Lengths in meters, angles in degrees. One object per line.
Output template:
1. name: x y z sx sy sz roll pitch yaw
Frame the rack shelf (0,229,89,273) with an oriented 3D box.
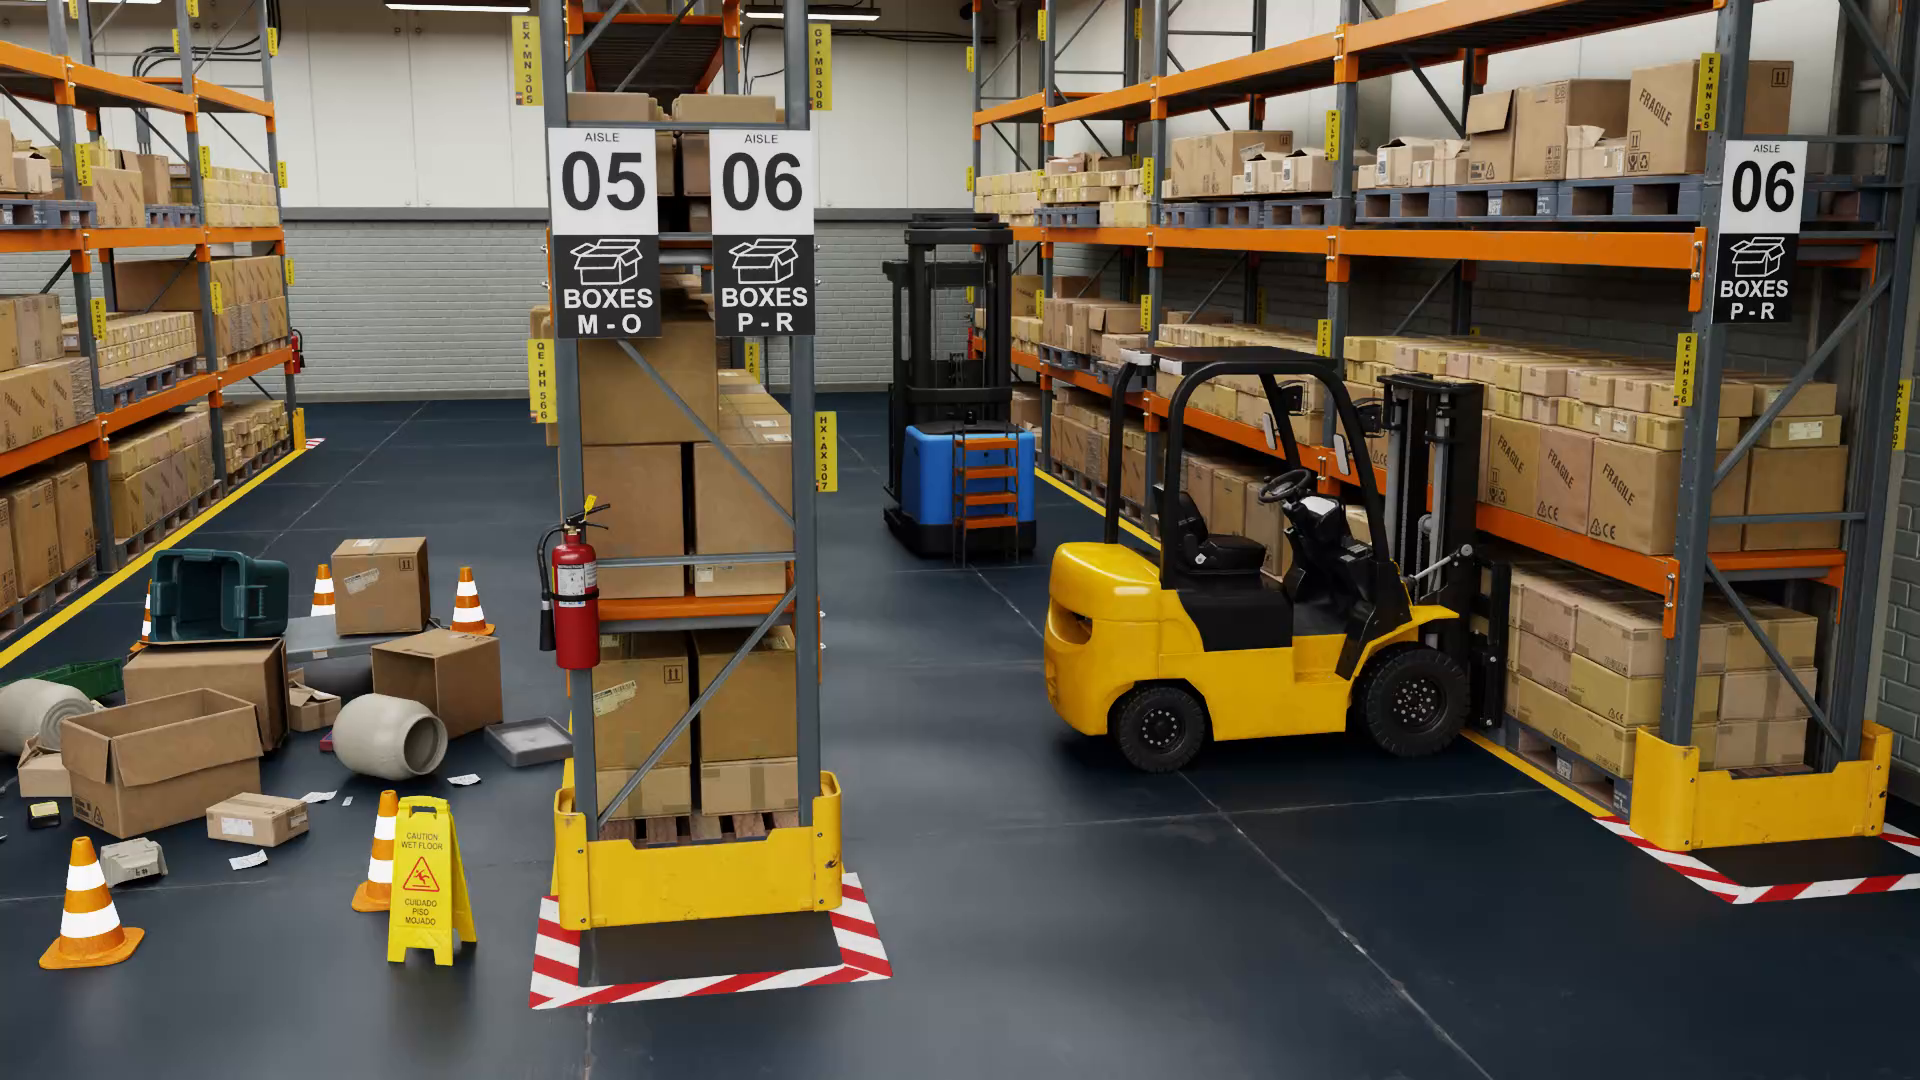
1. rack shelf: -7.085 -1.935 11.242 1.077 0.370 4.000 -2 11 -11

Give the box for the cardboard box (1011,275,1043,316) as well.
1. cardboard box: 0.791 -3.101 21.068 0.500 0.500 0.500 -2 11 -10

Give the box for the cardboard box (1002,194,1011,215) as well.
1. cardboard box: 0.822 -4.202 20.837 0.500 0.250 0.500 -2 11 -12

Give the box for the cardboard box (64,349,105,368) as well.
1. cardboard box: -7.371 -1.507 13.843 0.380 0.149 0.250 -2 11 -8

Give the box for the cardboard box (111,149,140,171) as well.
1. cardboard box: -8.080 -3.358 15.394 0.797 0.503 0.637 -2 11 -12

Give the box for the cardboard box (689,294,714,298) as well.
1. cardboard box: -2.043 -1.811 12.766 0.380 0.149 0.250 -3 11 -14

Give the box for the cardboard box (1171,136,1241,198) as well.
1. cardboard box: 2.132 -3.198 14.294 0.500 0.500 0.500 -2 11 -11

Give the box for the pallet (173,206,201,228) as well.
1. pallet: -8.236 -3.179 16.359 1.213 0.211 1.003 -2 11 -11

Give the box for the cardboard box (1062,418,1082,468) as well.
1. cardboard box: 1.439 -1.079 18.406 0.500 0.500 0.500 -2 11 -12

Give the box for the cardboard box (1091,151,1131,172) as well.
1. cardboard box: 1.663 -4.149 18.330 0.396 0.266 0.258 -2 11 -11

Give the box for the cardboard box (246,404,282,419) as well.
1. cardboard box: -8.510 -1.568 20.323 0.380 0.149 0.250 -2 11 -12

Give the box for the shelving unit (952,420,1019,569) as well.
1. shelving unit: 0.214 -0.389 14.030 0.503 1.200 0.258 -4 12 -22

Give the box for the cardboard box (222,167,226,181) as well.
1. cardboard box: -8.271 -4.010 18.217 0.380 0.149 0.250 -2 11 -13

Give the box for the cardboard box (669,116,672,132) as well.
1. cardboard box: -2.097 -2.600 10.753 0.500 0.250 0.500 -2 11 -10

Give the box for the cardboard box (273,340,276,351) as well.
1. cardboard box: -8.614 -2.384 20.369 0.380 0.149 0.250 -2 11 -12

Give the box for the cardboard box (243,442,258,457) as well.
1. cardboard box: -8.299 -1.036 19.119 0.380 0.149 0.250 -2 11 -13

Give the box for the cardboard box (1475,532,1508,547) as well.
1. cardboard box: 2.992 0.111 10.149 0.500 0.250 0.500 -2 11 -9

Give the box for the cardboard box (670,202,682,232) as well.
1. cardboard box: -1.292 -1.663 8.560 0.380 0.149 0.250 -2 11 -12

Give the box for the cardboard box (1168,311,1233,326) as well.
1. cardboard box: 2.284 -1.917 15.855 0.500 0.500 0.500 -2 11 -8

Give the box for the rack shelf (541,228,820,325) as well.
1. rack shelf: -1.471 -1.400 8.431 1.077 0.370 4.000 -2 11 -11

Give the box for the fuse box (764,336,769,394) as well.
1. fuse box: -3.224 -3.297 27.945 0.539 1.711 0.414 -2 11 -11

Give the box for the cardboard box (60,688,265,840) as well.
1. cardboard box: -3.907 1.083 8.159 0.637 0.503 0.797 9 14 38

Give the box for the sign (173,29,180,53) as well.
1. sign: -9.562 -6.074 20.332 0.100 0.325 0.005 -2 11 -11

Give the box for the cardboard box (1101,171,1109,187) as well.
1. cardboard box: 1.621 -3.593 16.571 0.380 0.149 0.250 -2 11 -11

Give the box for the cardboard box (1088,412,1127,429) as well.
1. cardboard box: 1.577 -1.279 17.723 0.380 0.149 0.250 -2 11 -9

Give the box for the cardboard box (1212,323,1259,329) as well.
1. cardboard box: 2.492 -1.877 15.033 0.380 0.149 0.250 -2 11 -9

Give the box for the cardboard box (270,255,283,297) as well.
1. cardboard box: -8.697 -3.260 20.567 0.500 0.500 0.500 -2 11 -12

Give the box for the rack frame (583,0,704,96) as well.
1. rack frame: -2.638 -4.327 13.865 1.000 3.000 0.127 -2 11 -11

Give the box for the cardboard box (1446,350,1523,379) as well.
1. cardboard box: 3.108 -1.039 9.835 0.380 0.149 0.250 -2 11 -11

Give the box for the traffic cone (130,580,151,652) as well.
1. traffic cone: -5.475 0.497 11.346 0.336 0.463 0.334 -2 11 -11

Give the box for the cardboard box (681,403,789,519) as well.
1. cardboard box: -1.106 -0.393 8.178 0.500 0.500 0.500 -2 11 -12

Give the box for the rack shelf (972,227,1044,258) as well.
1. rack shelf: 1.063 -3.782 20.946 1.077 0.370 4.000 -2 11 -11

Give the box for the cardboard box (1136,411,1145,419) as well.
1. cardboard box: 2.100 -1.299 17.827 0.380 0.149 0.250 -2 11 -10

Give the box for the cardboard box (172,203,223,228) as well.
1. cardboard box: -8.083 -3.410 17.467 0.500 0.250 0.500 -2 11 -8

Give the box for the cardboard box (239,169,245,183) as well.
1. cardboard box: -8.399 -4.157 18.989 0.380 0.149 0.250 -2 11 -13

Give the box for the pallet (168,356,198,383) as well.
1. pallet: -8.246 -1.676 16.490 1.003 0.211 1.213 -2 11 -11

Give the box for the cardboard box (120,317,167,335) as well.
1. cardboard box: -7.785 -2.034 15.817 0.380 0.149 0.250 -2 11 -13

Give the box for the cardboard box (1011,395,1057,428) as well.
1. cardboard box: 1.030 -1.543 20.842 0.700 0.500 0.500 -3 11 -13

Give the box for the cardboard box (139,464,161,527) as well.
1. cardboard box: -7.462 -0.391 14.791 0.500 0.500 0.500 -2 11 -10

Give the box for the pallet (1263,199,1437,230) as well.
1. pallet: 2.824 -2.369 12.108 0.805 0.209 1.217 -3 11 -13

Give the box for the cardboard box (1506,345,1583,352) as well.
1. cardboard box: 3.580 -1.107 10.190 0.380 0.149 0.250 -2 11 -12

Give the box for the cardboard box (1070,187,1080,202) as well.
1. cardboard box: 1.362 -3.597 17.332 0.380 0.149 0.250 -2 11 -10

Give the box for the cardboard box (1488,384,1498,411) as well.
1. cardboard box: 3.210 -0.799 9.368 0.380 0.149 0.250 -2 11 -11

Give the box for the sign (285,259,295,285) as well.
1. sign: -8.481 -3.389 21.040 0.100 0.325 0.005 -2 11 -11

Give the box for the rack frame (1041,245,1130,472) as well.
1. rack frame: 1.452 -2.295 19.232 1.000 3.000 0.127 -2 11 -11

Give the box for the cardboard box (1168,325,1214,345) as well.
1. cardboard box: 2.057 -1.811 14.687 0.380 0.149 0.250 -2 11 -10

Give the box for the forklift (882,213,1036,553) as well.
1. forklift: -0.119 -1.555 15.530 1.130 2.935 3.031 -2 11 -11

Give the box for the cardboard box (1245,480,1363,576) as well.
1. cardboard box: 2.753 -0.105 12.956 0.875 0.625 0.625 -2 11 -12

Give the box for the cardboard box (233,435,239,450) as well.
1. cardboard box: -8.278 -1.081 18.562 0.380 0.149 0.250 -3 11 -14

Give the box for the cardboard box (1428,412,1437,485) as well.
1. cardboard box: 3.056 -0.598 10.050 0.500 0.500 0.500 -2 11 -12

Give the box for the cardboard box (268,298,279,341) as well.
1. cardboard box: -8.595 -2.676 20.173 0.500 0.500 0.500 -2 11 -12

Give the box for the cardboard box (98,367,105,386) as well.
1. cardboard box: -7.363 -1.354 13.836 0.380 0.149 0.250 -2 11 -12

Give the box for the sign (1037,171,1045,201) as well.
1. sign: 0.922 -4.001 18.792 0.100 0.325 0.005 -2 11 -11

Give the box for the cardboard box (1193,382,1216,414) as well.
1. cardboard box: 2.277 -1.211 13.937 0.500 0.250 0.500 -2 11 -13
